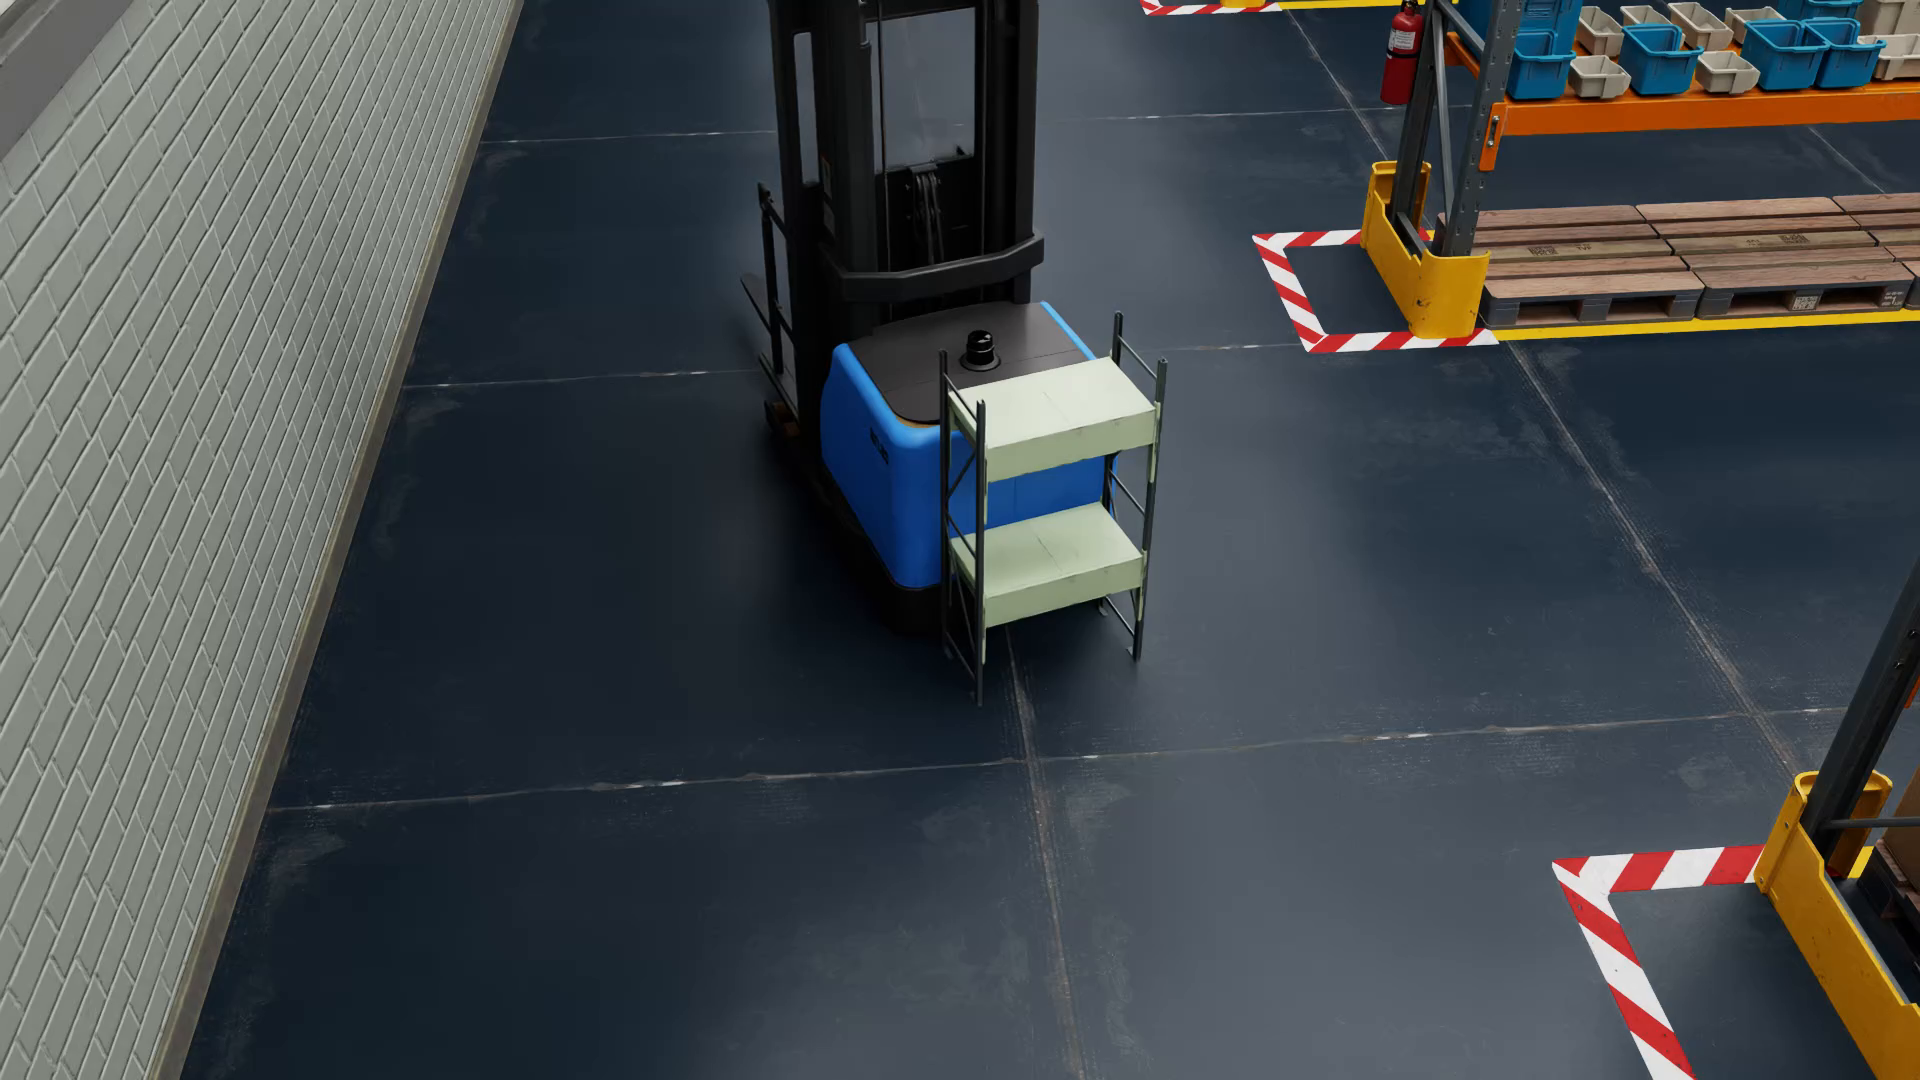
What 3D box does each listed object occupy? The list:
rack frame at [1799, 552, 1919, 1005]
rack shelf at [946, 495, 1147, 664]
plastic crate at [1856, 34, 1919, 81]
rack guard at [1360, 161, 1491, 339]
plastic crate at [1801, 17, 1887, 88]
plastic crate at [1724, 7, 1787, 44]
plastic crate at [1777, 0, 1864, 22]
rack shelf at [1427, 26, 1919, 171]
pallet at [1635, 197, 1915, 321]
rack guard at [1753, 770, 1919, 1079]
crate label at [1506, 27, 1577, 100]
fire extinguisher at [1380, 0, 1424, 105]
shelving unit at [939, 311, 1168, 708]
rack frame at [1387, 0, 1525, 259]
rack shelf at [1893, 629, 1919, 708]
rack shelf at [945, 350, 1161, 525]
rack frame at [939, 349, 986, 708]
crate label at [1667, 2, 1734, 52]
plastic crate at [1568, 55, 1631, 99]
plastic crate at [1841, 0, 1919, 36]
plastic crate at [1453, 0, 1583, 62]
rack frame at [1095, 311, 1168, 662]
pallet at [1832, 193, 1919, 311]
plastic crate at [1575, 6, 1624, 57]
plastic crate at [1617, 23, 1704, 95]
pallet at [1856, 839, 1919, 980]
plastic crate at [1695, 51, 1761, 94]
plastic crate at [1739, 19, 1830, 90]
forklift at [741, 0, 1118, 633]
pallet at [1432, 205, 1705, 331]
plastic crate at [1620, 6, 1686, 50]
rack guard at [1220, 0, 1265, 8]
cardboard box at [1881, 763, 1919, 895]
[{"bbox_3d":[3.082,0.399,4.823,0.127,3.000,1.000,-3,38,-4],"label":"rack frame"},{"bbox_3d":[0.345,0.158,6.865,0.720,0.370,0.431,-14,40,-17],"label":"rack shelf"},{"bbox_3d":[4.923,-2.516,8.682,0.466,0.136,0.293,-3,38,-4],"label":"plastic crate"},{"bbox_3d":[2.624,-1.667,9.459,0.348,0.500,1.175,-3,38,-4],"label":"rack guard"},{"bbox_3d":[4.532,-2.515,8.602,0.300,0.233,0.416,-3,38,-4],"label":"plastic crate"},{"bbox_3d":[4.302,-2.799,9.041,0.250,0.136,0.298,-3,38,-4],"label":"plastic crate"},{"bbox_3d":[4.670,-2.886,9.073,0.300,0.233,0.416,-3,38,-4],"label":"plastic crate"},{"bbox_3d":[4.639,-2.485,9.059,4.000,0.370,1.077,-3,38,-4],"label":"rack shelf"},{"bbox_3d":[4.684,-1.649,9.670,1.213,0.211,1.003,-3,38,-4],"label":"pallet"},{"bbox_3d":[3.158,1.376,5.603,0.348,0.500,1.175,-3,38,-4],"label":"rack guard"},{"bbox_3d":[2.922,-2.426,8.490,0.303,0.233,0.416,-3,38,-4],"label":"crate label"},{"bbox_3d":[2.456,-2.753,9.181,0.183,0.674,0.296,-3,38,-4],"label":"fire extinguisher"},{"bbox_3d":[0.346,-0.098,6.663,0.755,1.500,0.431,-14,40,-17],"label":"shelving unit"},{"bbox_3d":[2.647,-2.658,8.697,0.127,3.000,1.000,-3,38,-4],"label":"rack frame"},{"bbox_3d":[5.074,0.571,5.185,4.000,0.370,1.077,-3,38,-4],"label":"rack shelf"},{"bbox_3d":[0.346,-0.404,6.421,0.720,0.370,0.431,-14,40,-17],"label":"rack shelf"},{"bbox_3d":[0.007,-0.013,6.555,0.023,1.500,0.400,-14,40,-17],"label":"rack frame"},{"bbox_3d":[4.008,-2.771,9.005,0.243,0.136,0.396,-3,38,-4],"label":"crate label"},{"bbox_3d":[3.249,-2.355,8.477,0.298,0.136,0.250,-3,38,-4],"label":"plastic crate"},{"bbox_3d":[5.094,-2.884,9.031,0.530,0.282,0.437,-3,38,-4],"label":"plastic crate"},{"bbox_3d":[2.964,-2.829,8.837,0.499,0.435,0.616,-3,38,-4],"label":"plastic crate"},{"bbox_3d":[0.685,-0.184,6.772,0.023,1.500,0.400,-14,40,-17],"label":"rack frame"},{"bbox_3d":[5.902,-1.718,9.757,1.213,0.211,1.003,-3,38,-4],"label":"pallet"},{"bbox_3d":[3.443,-2.734,8.958,0.243,0.136,0.396,-3,38,-4],"label":"plastic crate"},{"bbox_3d":[3.578,-2.462,8.535,0.300,0.233,0.416,-3,38,-4],"label":"plastic crate"},{"bbox_3d":[3.952,1.445,5.748,1.213,0.211,1.003,-3,38,-4],"label":"pallet"},{"bbox_3d":[3.924,-2.392,8.524,0.298,0.136,0.250,-3,38,-4],"label":"plastic crate"},{"bbox_3d":[4.233,-2.498,8.581,0.300,0.233,0.416,-3,38,-4],"label":"plastic crate"},{"bbox_3d":[-0.338,-1.665,7.494,1.130,2.935,3.031,-14,40,-17],"label":"forklift"},{"bbox_3d":[3.472,-1.584,9.587,1.213,0.211,1.003,-3,38,-4],"label":"pallet"},{"bbox_3d":[3.733,-2.741,8.967,0.243,0.136,0.396,-3,38,-4],"label":"plastic crate"},{"bbox_3d":[2.184,-4.731,13.342,0.348,0.500,1.175,-3,38,-4],"label":"rack guard"},{"bbox_3d":[3.602,1.026,5.692,0.500,0.500,0.500,-3,38,-4],"label":"cardboard box"}]
